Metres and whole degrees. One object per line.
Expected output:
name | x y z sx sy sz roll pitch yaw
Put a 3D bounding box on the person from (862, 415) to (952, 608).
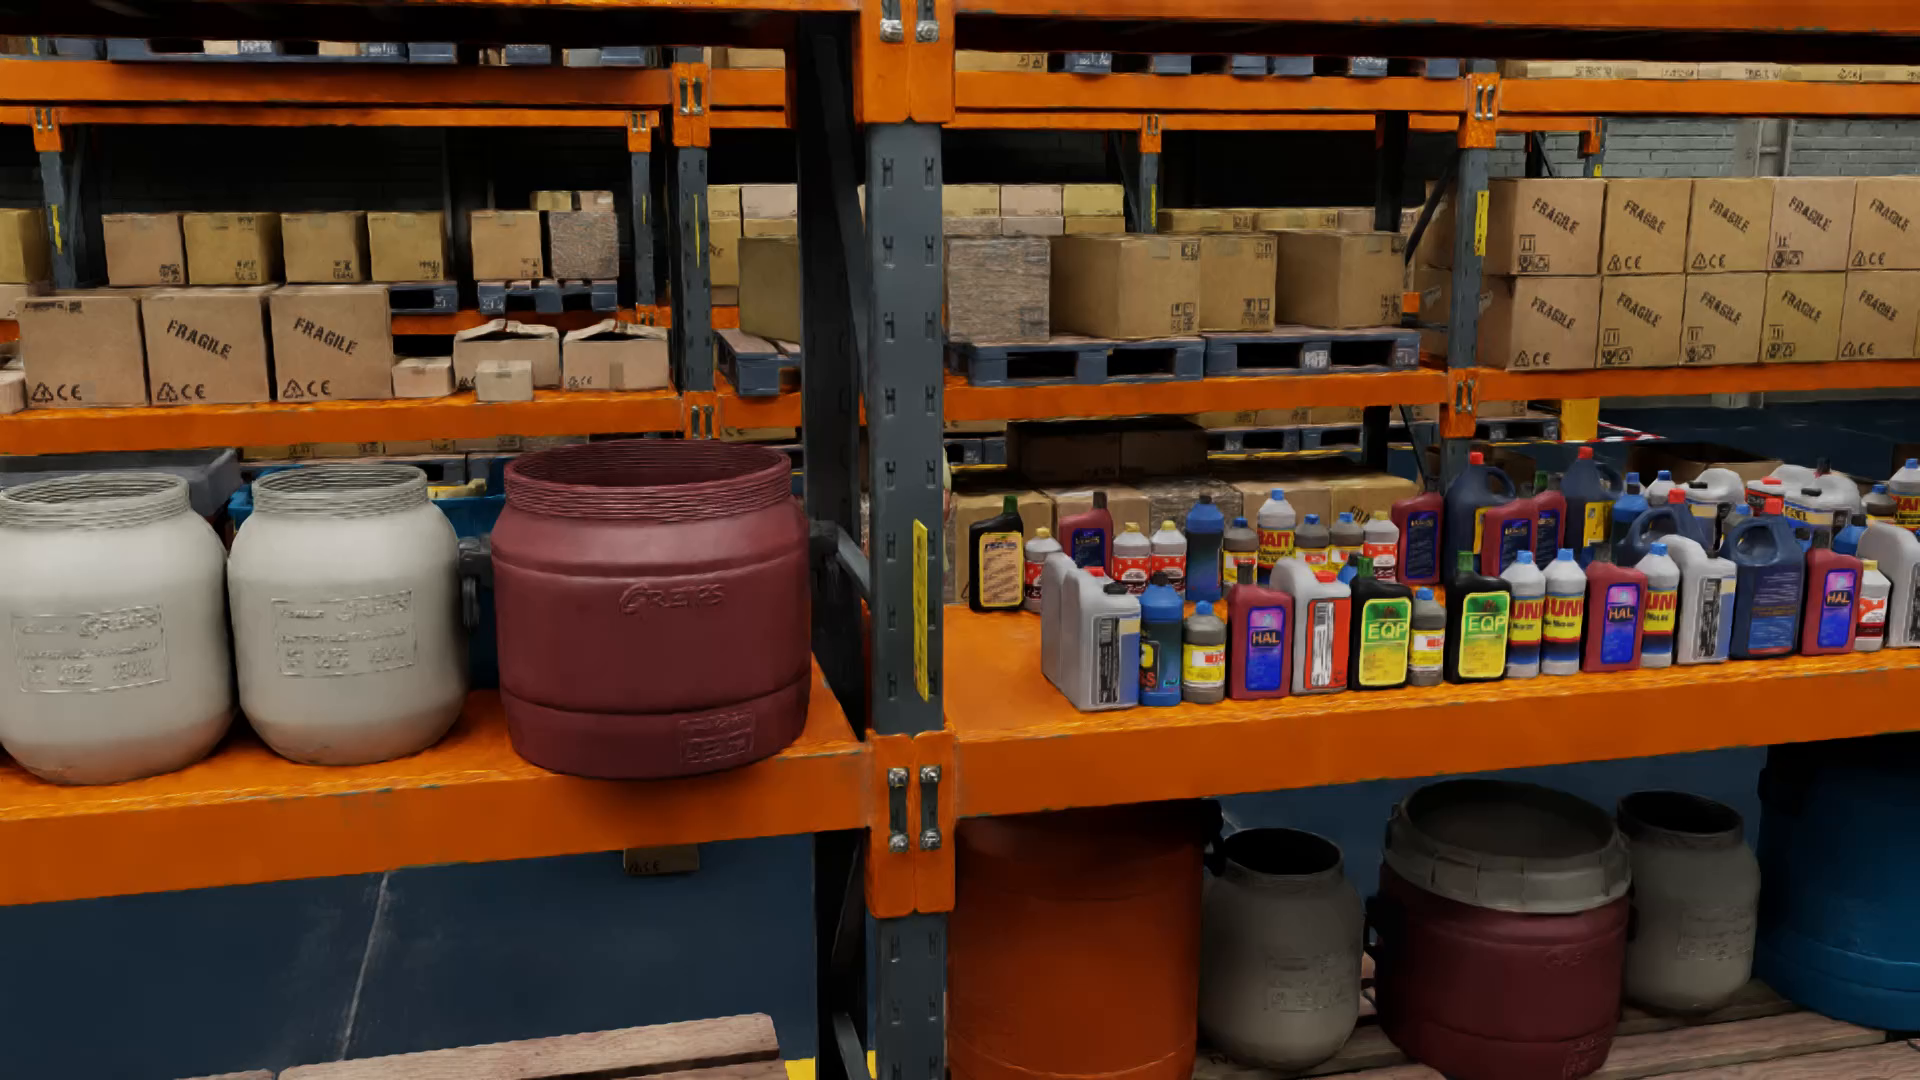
person | -0.222 0.128 6.509 0.436 1.633 0.609 -6 14 -25
